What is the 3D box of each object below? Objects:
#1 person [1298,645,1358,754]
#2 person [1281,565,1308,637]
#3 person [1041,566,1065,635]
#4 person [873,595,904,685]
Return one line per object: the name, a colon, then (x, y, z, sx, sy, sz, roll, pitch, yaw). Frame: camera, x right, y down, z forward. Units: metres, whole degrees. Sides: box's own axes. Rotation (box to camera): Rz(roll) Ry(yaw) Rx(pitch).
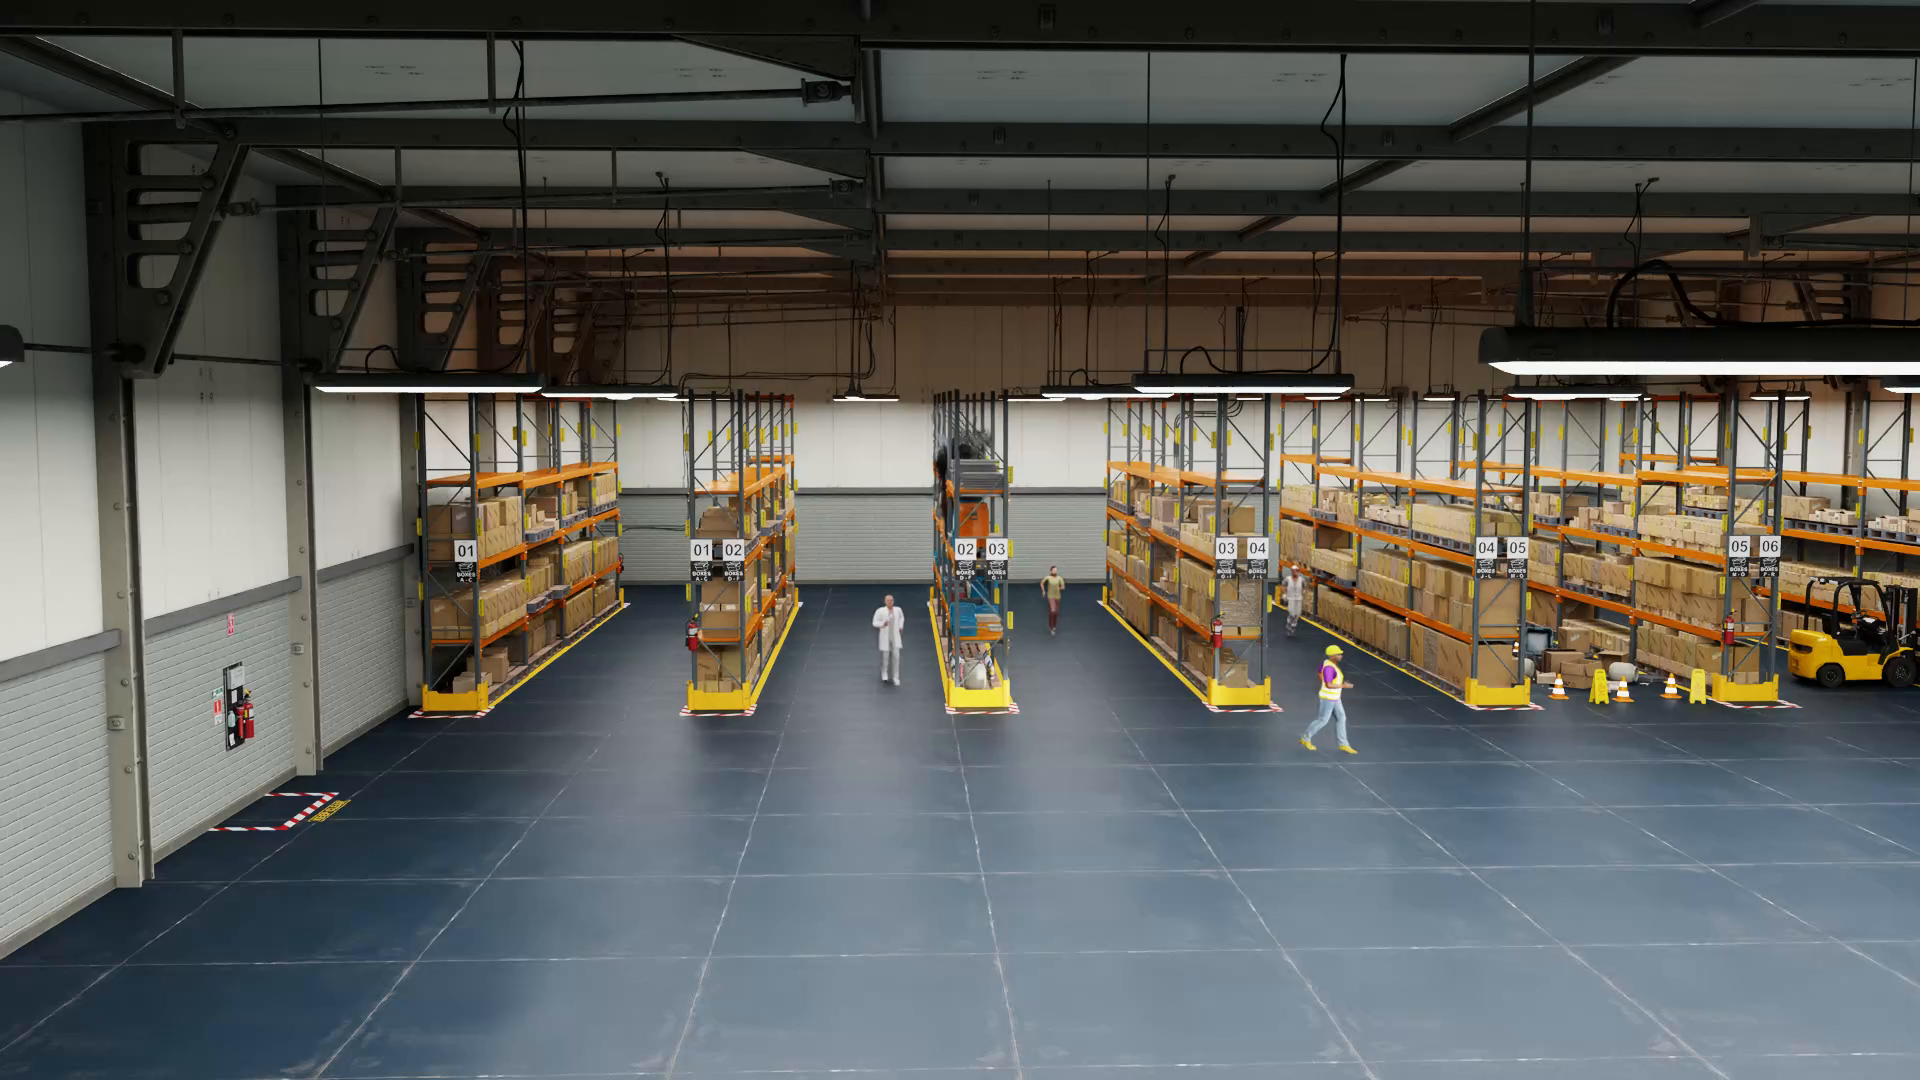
person: (6.034, 2.607, 27.220, 0.935, 1.781, 0.654, 2, 5, 24)
person: (8.234, 1.509, 40.841, 0.624, 1.770, 0.666, 0, 5, -1)
person: (2.343, 1.498, 41.593, 0.545, 1.724, 0.730, -1, 5, -16)
person: (-1.438, 2.025, 34.055, 0.701, 1.792, 0.906, -1, 5, -14)
